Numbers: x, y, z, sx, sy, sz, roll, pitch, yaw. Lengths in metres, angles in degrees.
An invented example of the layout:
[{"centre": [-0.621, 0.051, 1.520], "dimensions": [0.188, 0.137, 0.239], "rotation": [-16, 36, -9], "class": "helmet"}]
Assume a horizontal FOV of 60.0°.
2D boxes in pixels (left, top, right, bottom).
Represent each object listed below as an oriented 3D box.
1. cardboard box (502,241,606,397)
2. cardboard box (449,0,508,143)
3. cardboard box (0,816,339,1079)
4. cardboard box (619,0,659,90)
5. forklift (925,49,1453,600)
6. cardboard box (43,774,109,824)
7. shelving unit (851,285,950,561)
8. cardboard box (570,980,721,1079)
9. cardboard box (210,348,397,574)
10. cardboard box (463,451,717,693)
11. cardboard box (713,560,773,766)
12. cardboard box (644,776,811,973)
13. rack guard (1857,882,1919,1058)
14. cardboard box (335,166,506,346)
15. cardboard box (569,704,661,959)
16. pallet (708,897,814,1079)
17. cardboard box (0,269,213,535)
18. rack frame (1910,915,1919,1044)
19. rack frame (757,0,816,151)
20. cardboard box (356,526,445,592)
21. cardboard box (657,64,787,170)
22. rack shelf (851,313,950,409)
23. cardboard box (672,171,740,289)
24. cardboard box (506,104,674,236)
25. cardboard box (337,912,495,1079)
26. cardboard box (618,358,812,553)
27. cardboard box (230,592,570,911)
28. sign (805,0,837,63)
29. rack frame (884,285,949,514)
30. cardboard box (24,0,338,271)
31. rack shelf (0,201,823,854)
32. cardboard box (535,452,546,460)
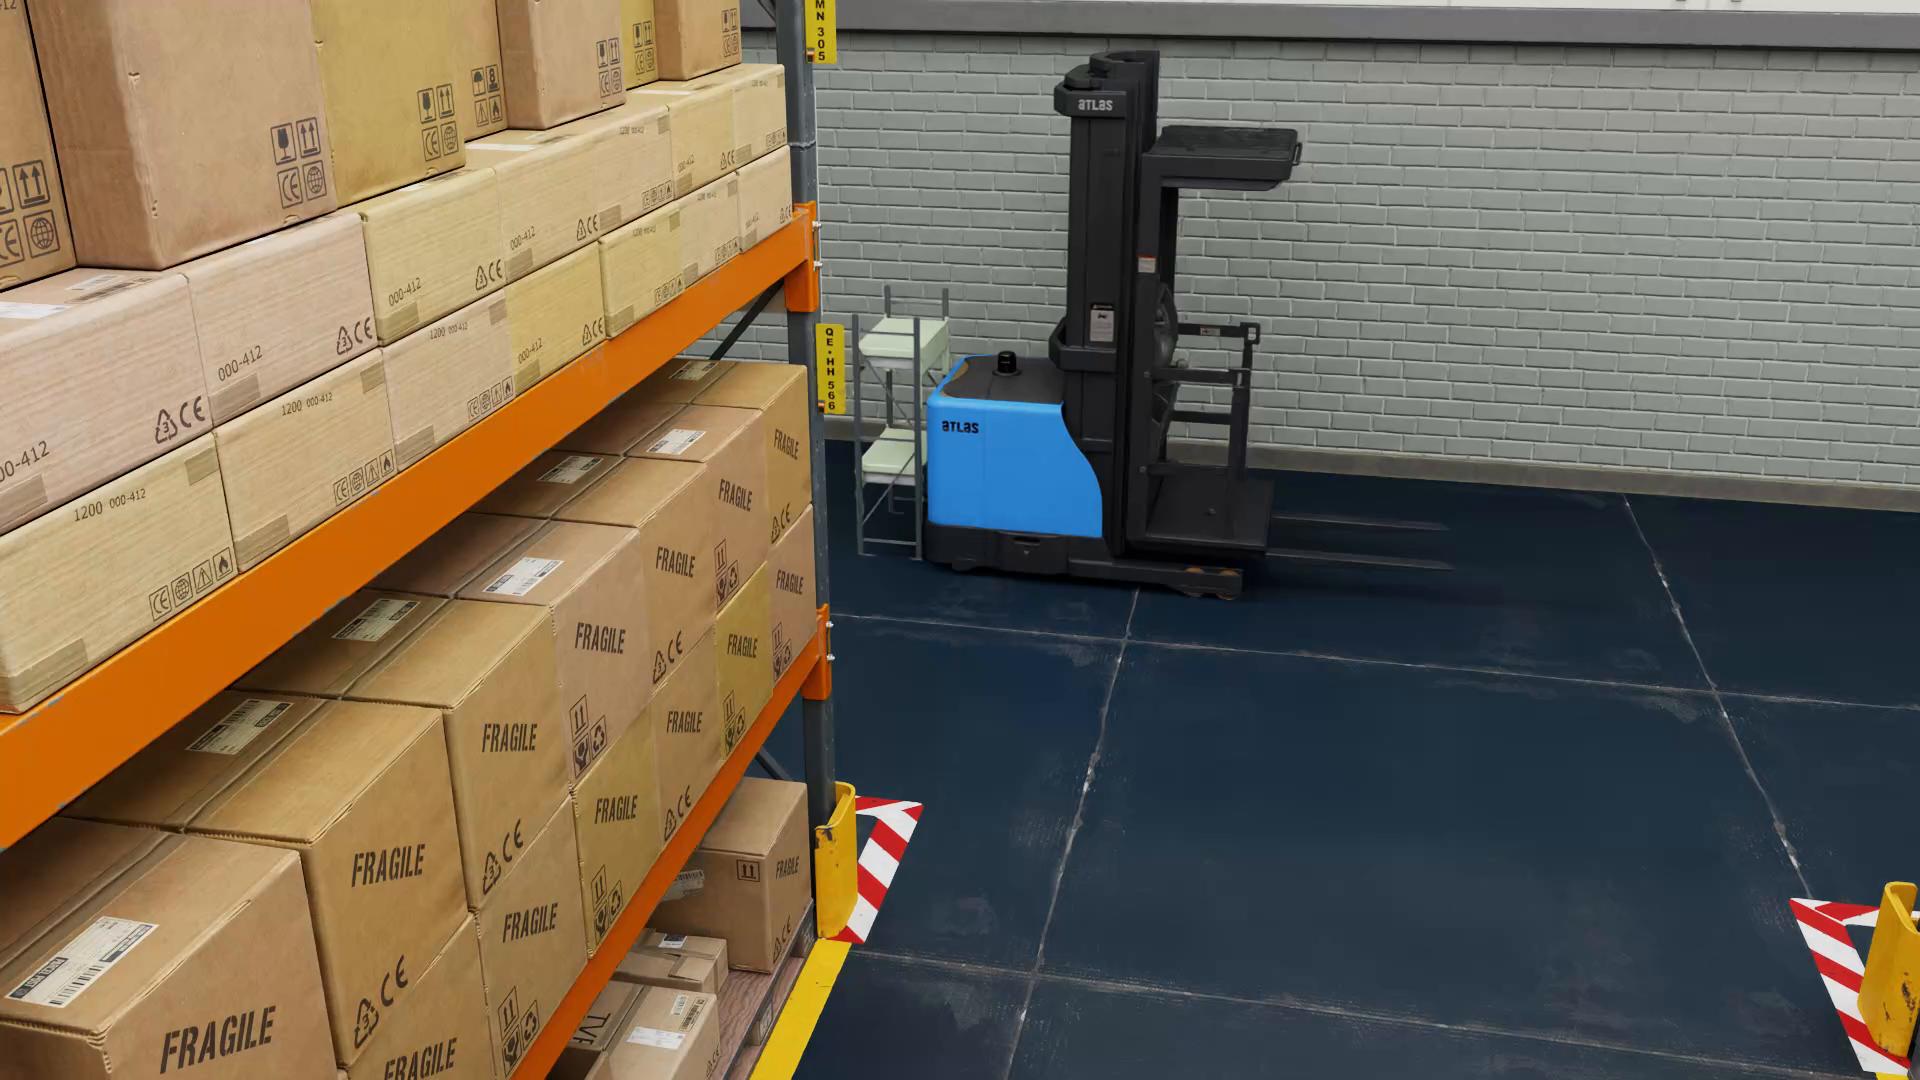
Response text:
[{"centre": [-1.160, -0.533, 3.848], "dimensions": [0.500, 0.250, 0.500], "rotation": [4, 22, 11], "class": "cardboard box"}, {"centre": [-1.458, -1.136, 3.673], "dimensions": [0.700, 0.500, 0.500], "rotation": [4, 22, 11], "class": "cardboard box"}, {"centre": [-1.438, 0.835, 2.794], "dimensions": [0.500, 0.500, 0.500], "rotation": [5, 22, 12], "class": "cardboard box"}, {"centre": [-1.267, -1.503, 4.583], "dimensions": [0.700, 0.500, 0.500], "rotation": [4, 22, 11], "class": "cardboard box"}, {"centre": [1.367, -1.235, 9.496], "dimensions": [3.031, 2.935, 1.130], "rotation": [5, 22, 12], "class": "forklift"}, {"centre": [-1.858, 0.593, 3.393], "dimensions": [0.500, 0.500, 0.500], "rotation": [4, 22, 10], "class": "cardboard box"}, {"centre": [-0.347, -0.724, 10.142], "dimensions": [0.431, 1.500, 0.755], "rotation": [5, 22, 12], "class": "shelving unit"}, {"centre": [-1.087, 1.667, 5.291], "dimensions": [0.500, 0.250, 0.500], "rotation": [4, 22, 11], "class": "cardboard box"}, {"centre": [-1.362, -0.168, 2.940], "dimensions": [0.500, 0.250, 0.500], "rotation": [4, 22, 11], "class": "cardboard box"}, {"centre": [-1.019, 0.081, 4.664], "dimensions": [0.500, 0.500, 0.500], "rotation": [5, 22, 12], "class": "cardboard box"}, {"centre": [-0.921, 0.361, 5.308], "dimensions": [0.500, 0.500, 0.500], "rotation": [5, 22, 11], "class": "cardboard box"}, {"centre": [-0.864, 1.206, 6.101], "dimensions": [0.500, 0.500, 0.500], "rotation": [4, 22, 11], "class": "cardboard box"}, {"centre": [3.847, 1.562, 5.807], "dimensions": [1.175, 0.500, 0.348], "rotation": [4, 22, 11], "class": "rack guard"}, {"centre": [-1.254, -0.582, 3.299], "dimensions": [0.500, 0.250, 0.500], "rotation": [4, 22, 11], "class": "cardboard box"}, {"centre": [-1.131, 0.727, 4.398], "dimensions": [0.500, 0.500, 0.500], "rotation": [4, 22, 10], "class": "cardboard box"}, {"centre": [-1.171, 1.646, 5.985], "dimensions": [1.003, 0.211, 1.213], "rotation": [4, 22, 11], "class": "pallet"}, {"centre": [-1.468, -0.217, 2.393], "dimensions": [0.500, 0.250, 0.500], "rotation": [4, 22, 11], "class": "cardboard box"}, {"centre": [3.855, 0.412, 5.316], "dimensions": [1.000, 3.000, 0.127], "rotation": [4, 22, 11], "class": "rack frame"}, {"centre": [-0.994, -2.750, 5.136], "dimensions": [1.000, 3.000, 0.127], "rotation": [4, 22, 11], "class": "rack frame"}, {"centre": [-1.651, 0.225, 4.307], "dimensions": [0.500, 0.500, 0.500], "rotation": [4, 22, 10], "class": "cardboard box"}, {"centre": [-0.849, -1.314, 5.116], "dimensions": [0.500, 0.250, 0.500], "rotation": [4, 22, 11], "class": "cardboard box"}, {"centre": [-0.347, -1.086, 9.996], "dimensions": [0.431, 0.370, 0.720], "rotation": [5, 22, 12], "class": "rack shelf"}, {"centre": [-0.953, -0.899, 4.756], "dimensions": [0.500, 0.250, 0.500], "rotation": [4, 22, 11], "class": "cardboard box"}, {"centre": [-1.056, -0.948, 4.209], "dimensions": [0.500, 0.250, 0.500], "rotation": [4, 22, 11], "class": "cardboard box"}, {"centre": [-1.338, 1.096, 3.483], "dimensions": [0.500, 0.500, 0.500], "rotation": [5, 22, 12], "class": "cardboard box"}, {"centre": [-0.815, -0.294, 5.595], "dimensions": [0.500, 0.500, 0.500], "rotation": [4, 22, 10], "class": "cardboard box"}, {"centre": [-1.228, 0.458, 3.729], "dimensions": [0.500, 0.500, 0.500], "rotation": [4, 22, 9], "class": "cardboard box"}, {"centre": [-0.455, -1.720, 5.408], "dimensions": [0.100, 0.325, 0.005], "rotation": [4, 22, 11], "class": "sign"}, {"centre": [-0.268, -0.857, 10.473], "dimensions": [0.400, 1.500, 0.023], "rotation": [5, 22, 12], "class": "rack frame"}, {"centre": [-1.507, -0.759, 2.735], "dimensions": [0.700, 0.500, 0.500], "rotation": [4, 22, 11], "class": "cardboard box"}, {"centre": [-1.402, -0.293, 4.015], "dimensions": [1.077, 0.370, 4.000], "rotation": [4, 22, 11], "class": "rack shelf"}, {"centre": [-1.442, -0.143, 5.222], "dimensions": [0.500, 0.500, 0.500], "rotation": [5, 22, 11], "class": "cardboard box"}]
